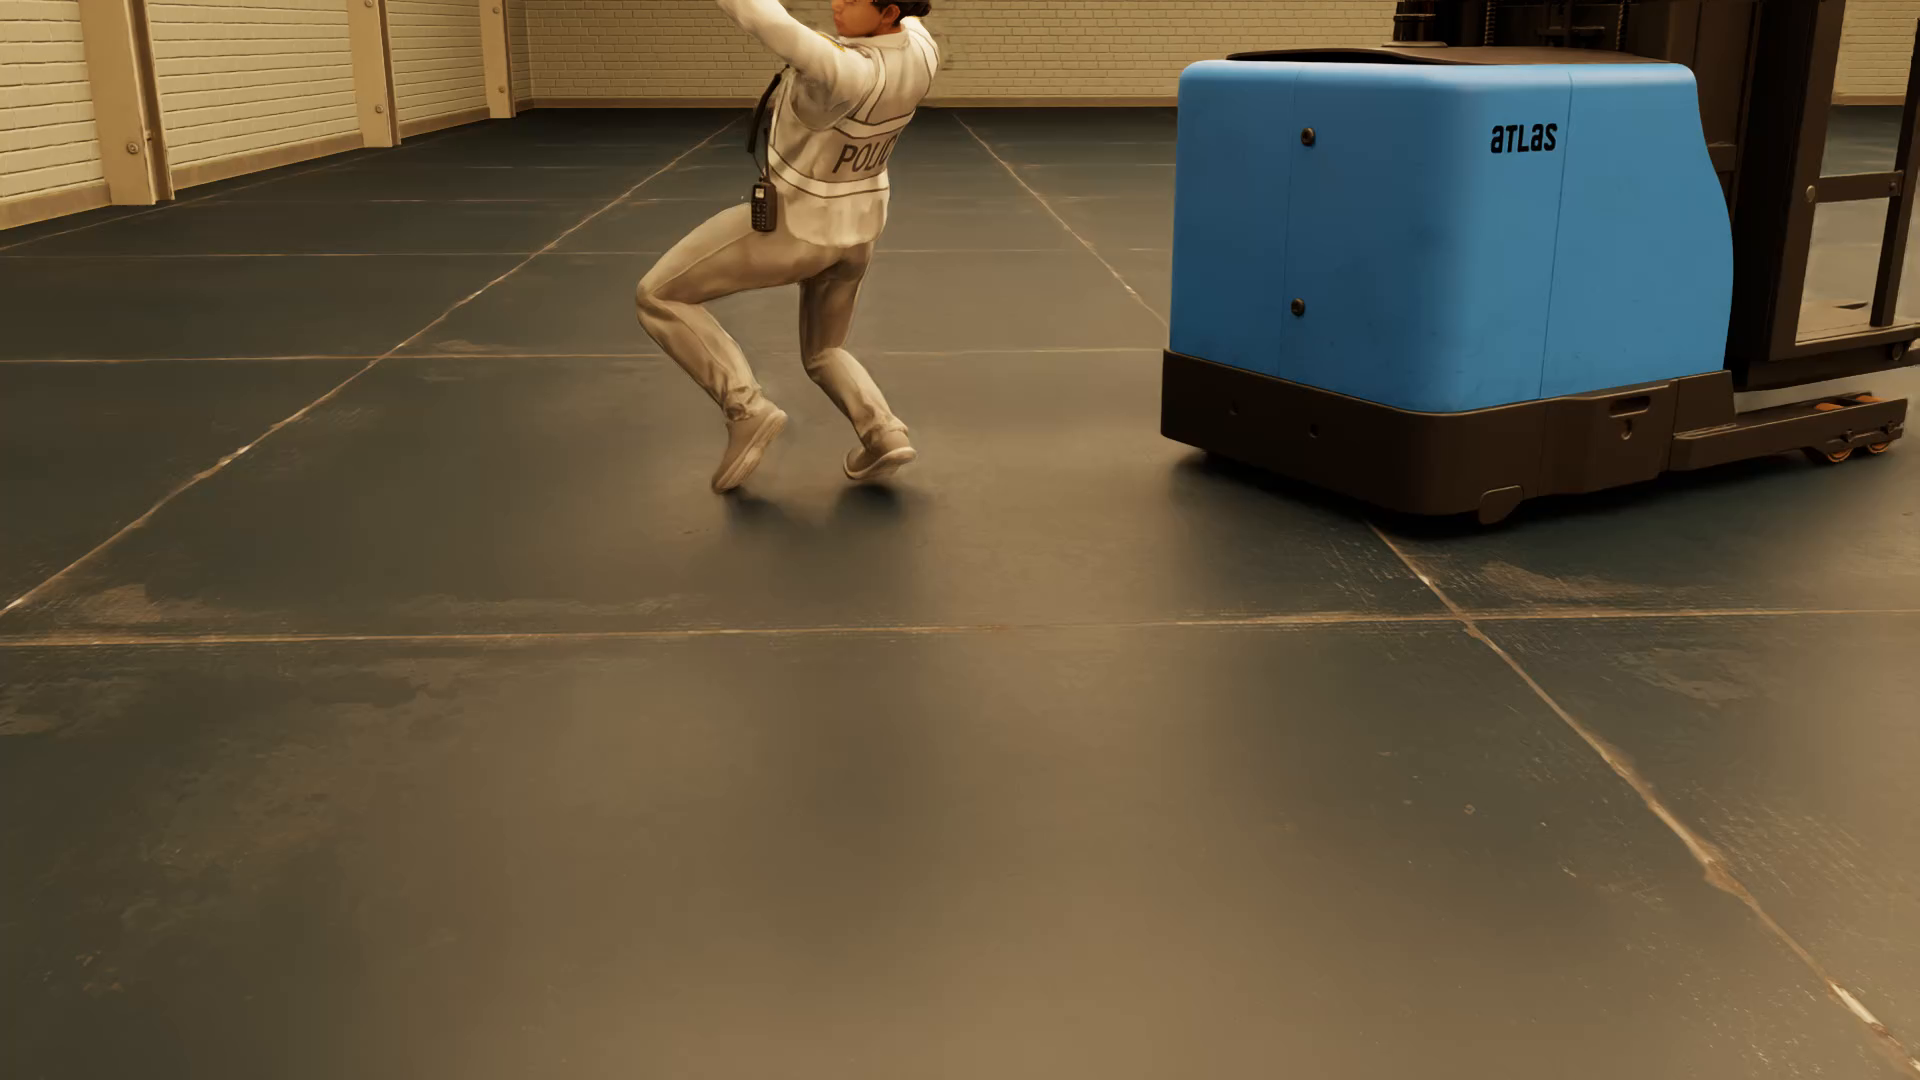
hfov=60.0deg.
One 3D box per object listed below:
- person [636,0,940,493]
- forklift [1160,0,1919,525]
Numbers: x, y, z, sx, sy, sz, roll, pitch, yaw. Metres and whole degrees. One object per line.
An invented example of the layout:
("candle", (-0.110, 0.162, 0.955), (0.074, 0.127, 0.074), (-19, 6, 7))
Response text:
("person", (-0.476, -0.838, 4.046), (0.818, 1.565, 1.005), (13, 21, 36))
("forklift", (2.087, -1.737, 4.587), (3.031, 2.935, 1.130), (-10, 20, -30))
